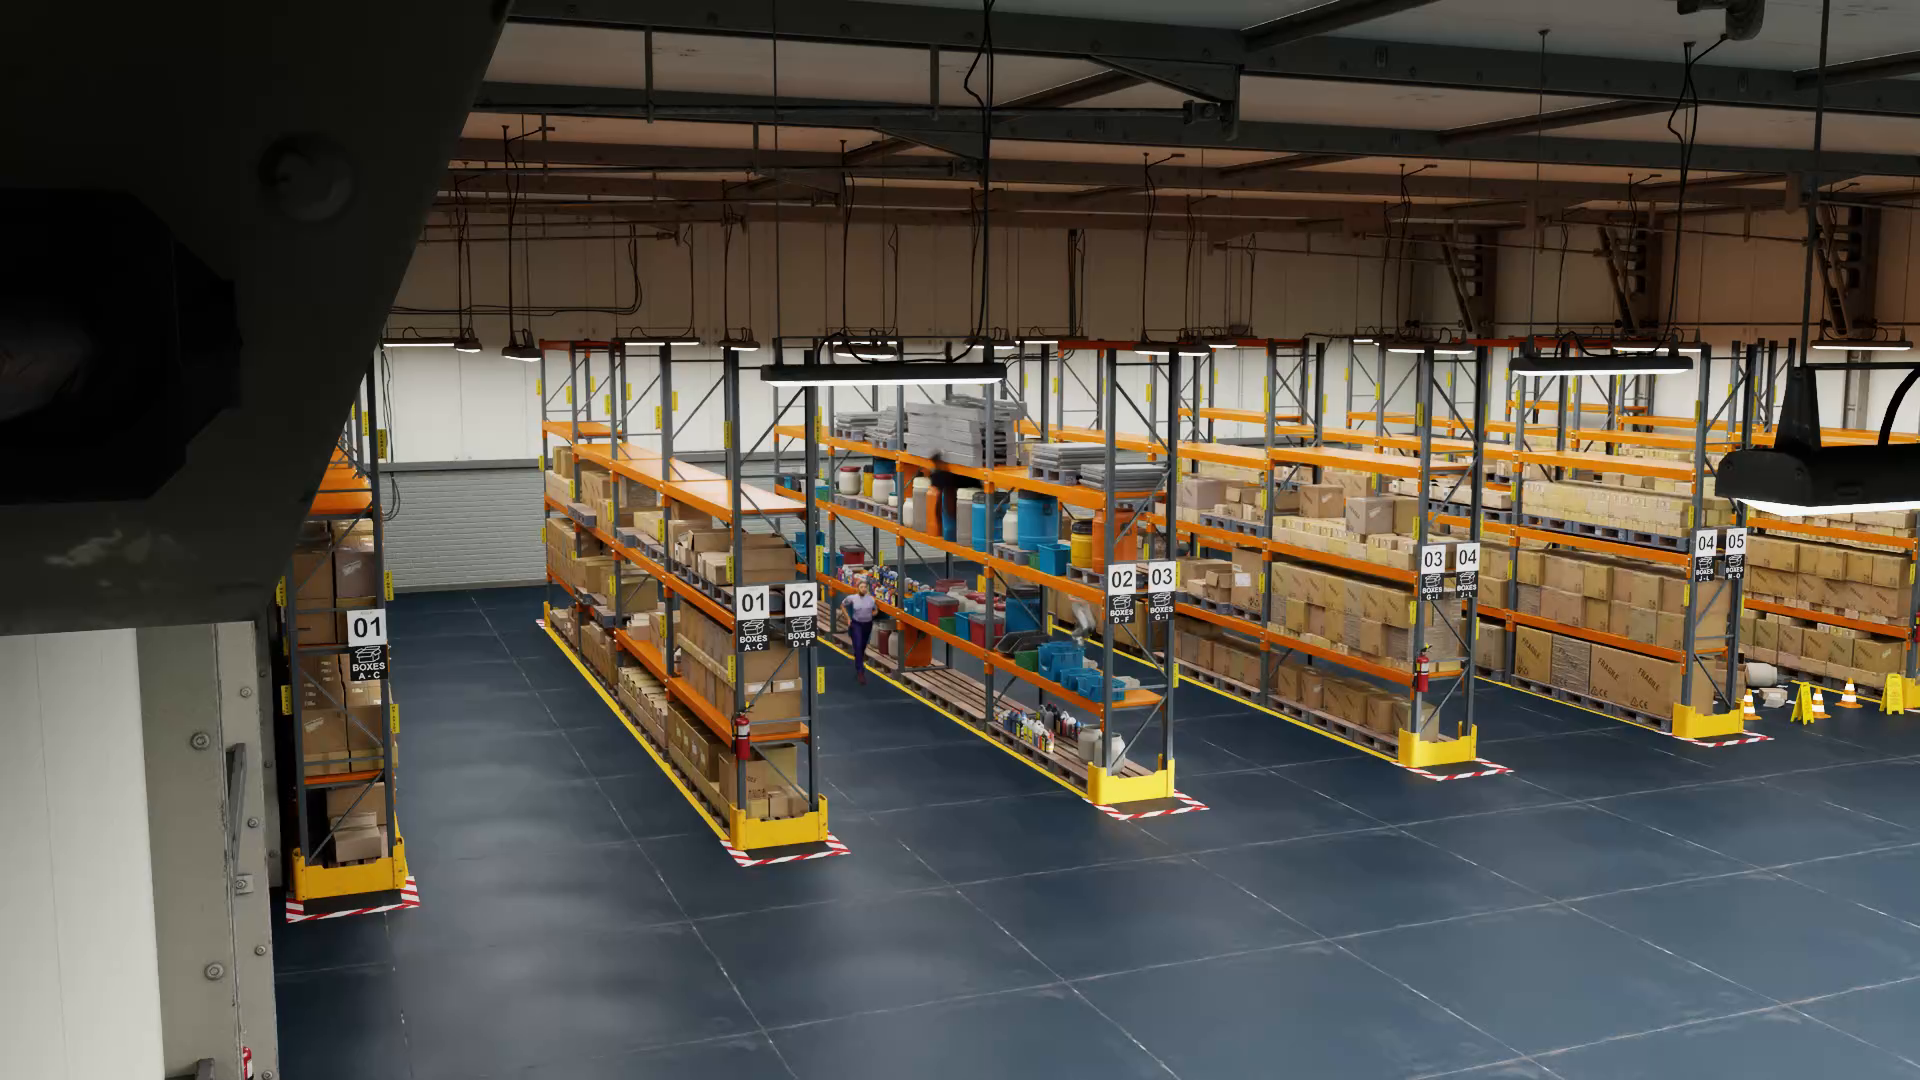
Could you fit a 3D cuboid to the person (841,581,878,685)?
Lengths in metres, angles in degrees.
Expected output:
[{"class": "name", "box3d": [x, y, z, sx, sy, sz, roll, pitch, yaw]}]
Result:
[{"class": "person", "box3d": [-1.684, 1.550, 28.410, 0.593, 1.709, 0.765, -4, 8, -27]}]

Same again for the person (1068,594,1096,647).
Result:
[{"class": "person", "box3d": [2.329, 1.302, 31.735, 0.553, 1.545, 0.565, -4, 9, -29]}]

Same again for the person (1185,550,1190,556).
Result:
[{"class": "person", "box3d": [4.737, 1.027, 34.492, 0.582, 1.672, 0.805, -3, 8, -22]}]
